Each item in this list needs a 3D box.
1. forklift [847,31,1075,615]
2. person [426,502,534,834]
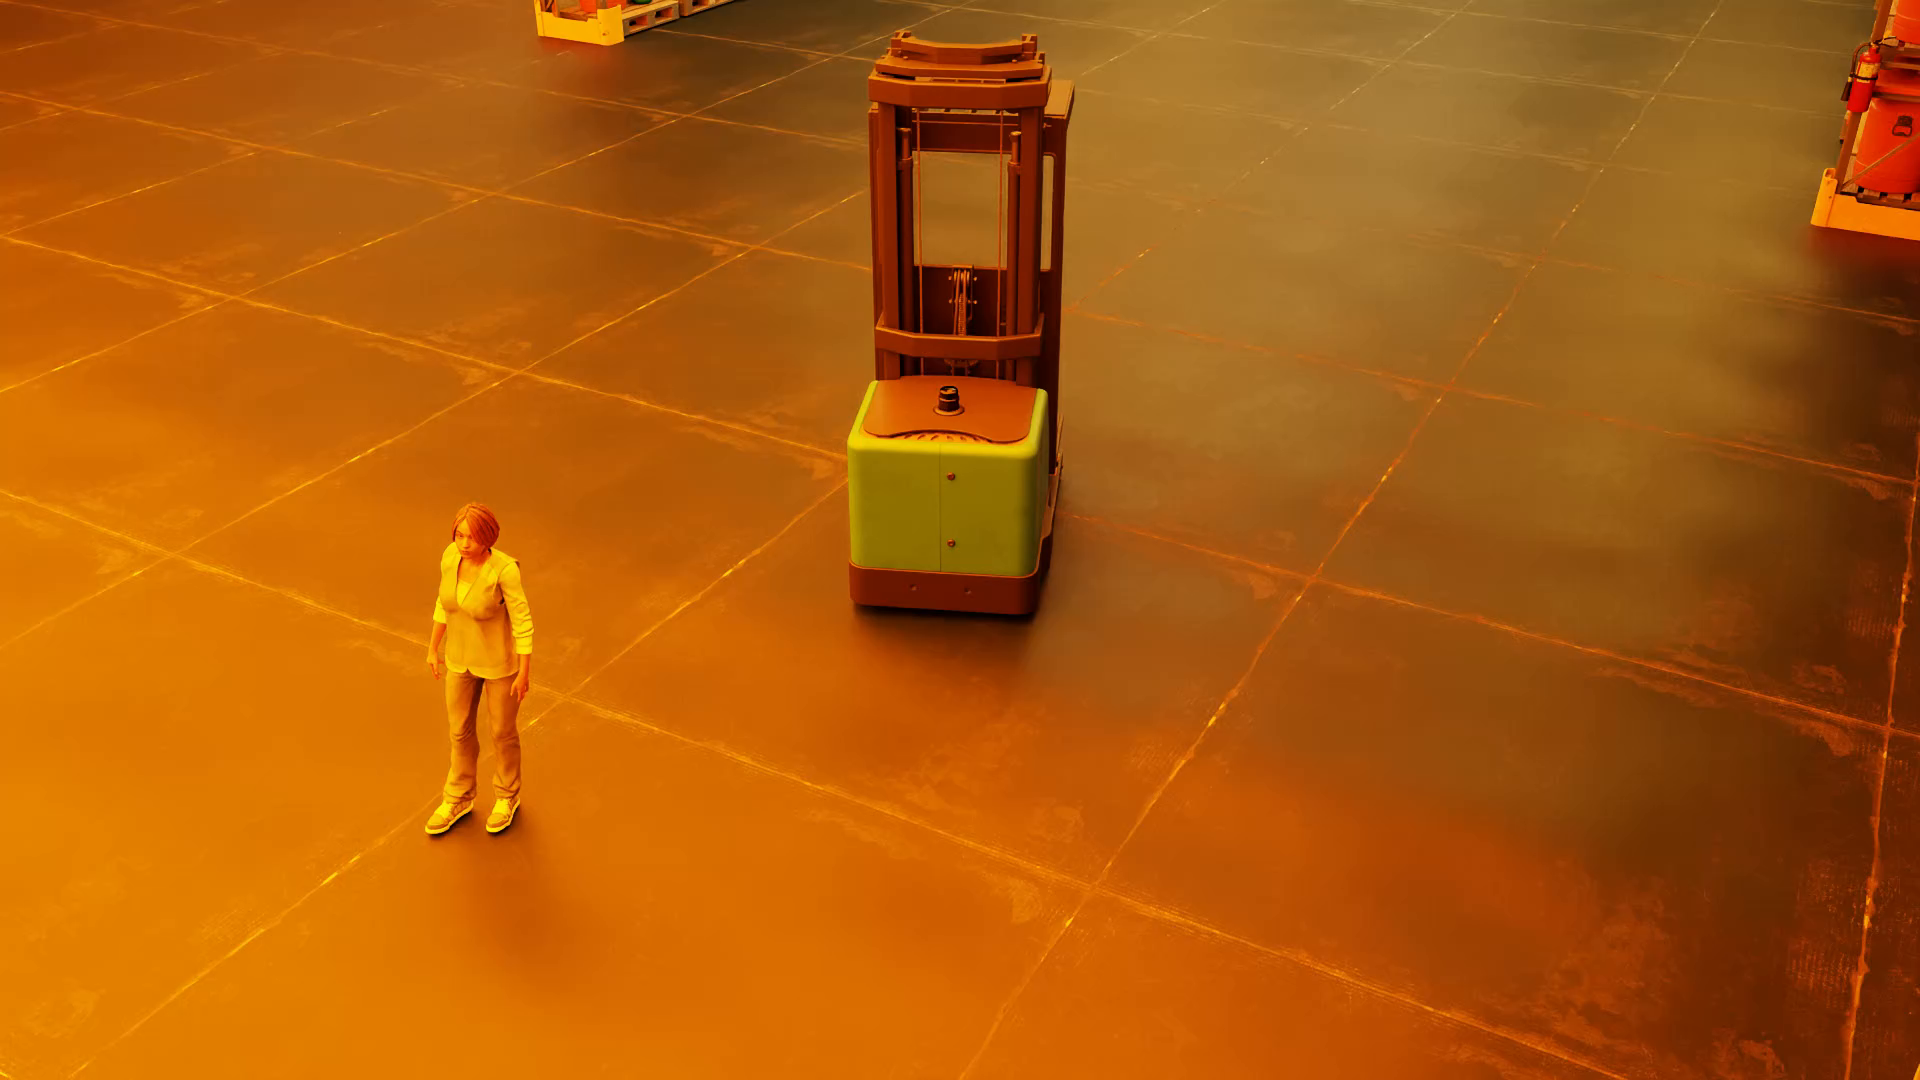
[{"bbox_3d":[0.072,-1.572,9.794,1.130,2.935,3.031,3,30,6],"label":"forklift"},{"bbox_3d":[-2.153,0.594,7.361,0.519,1.599,0.473,9,31,16],"label":"person"}]
